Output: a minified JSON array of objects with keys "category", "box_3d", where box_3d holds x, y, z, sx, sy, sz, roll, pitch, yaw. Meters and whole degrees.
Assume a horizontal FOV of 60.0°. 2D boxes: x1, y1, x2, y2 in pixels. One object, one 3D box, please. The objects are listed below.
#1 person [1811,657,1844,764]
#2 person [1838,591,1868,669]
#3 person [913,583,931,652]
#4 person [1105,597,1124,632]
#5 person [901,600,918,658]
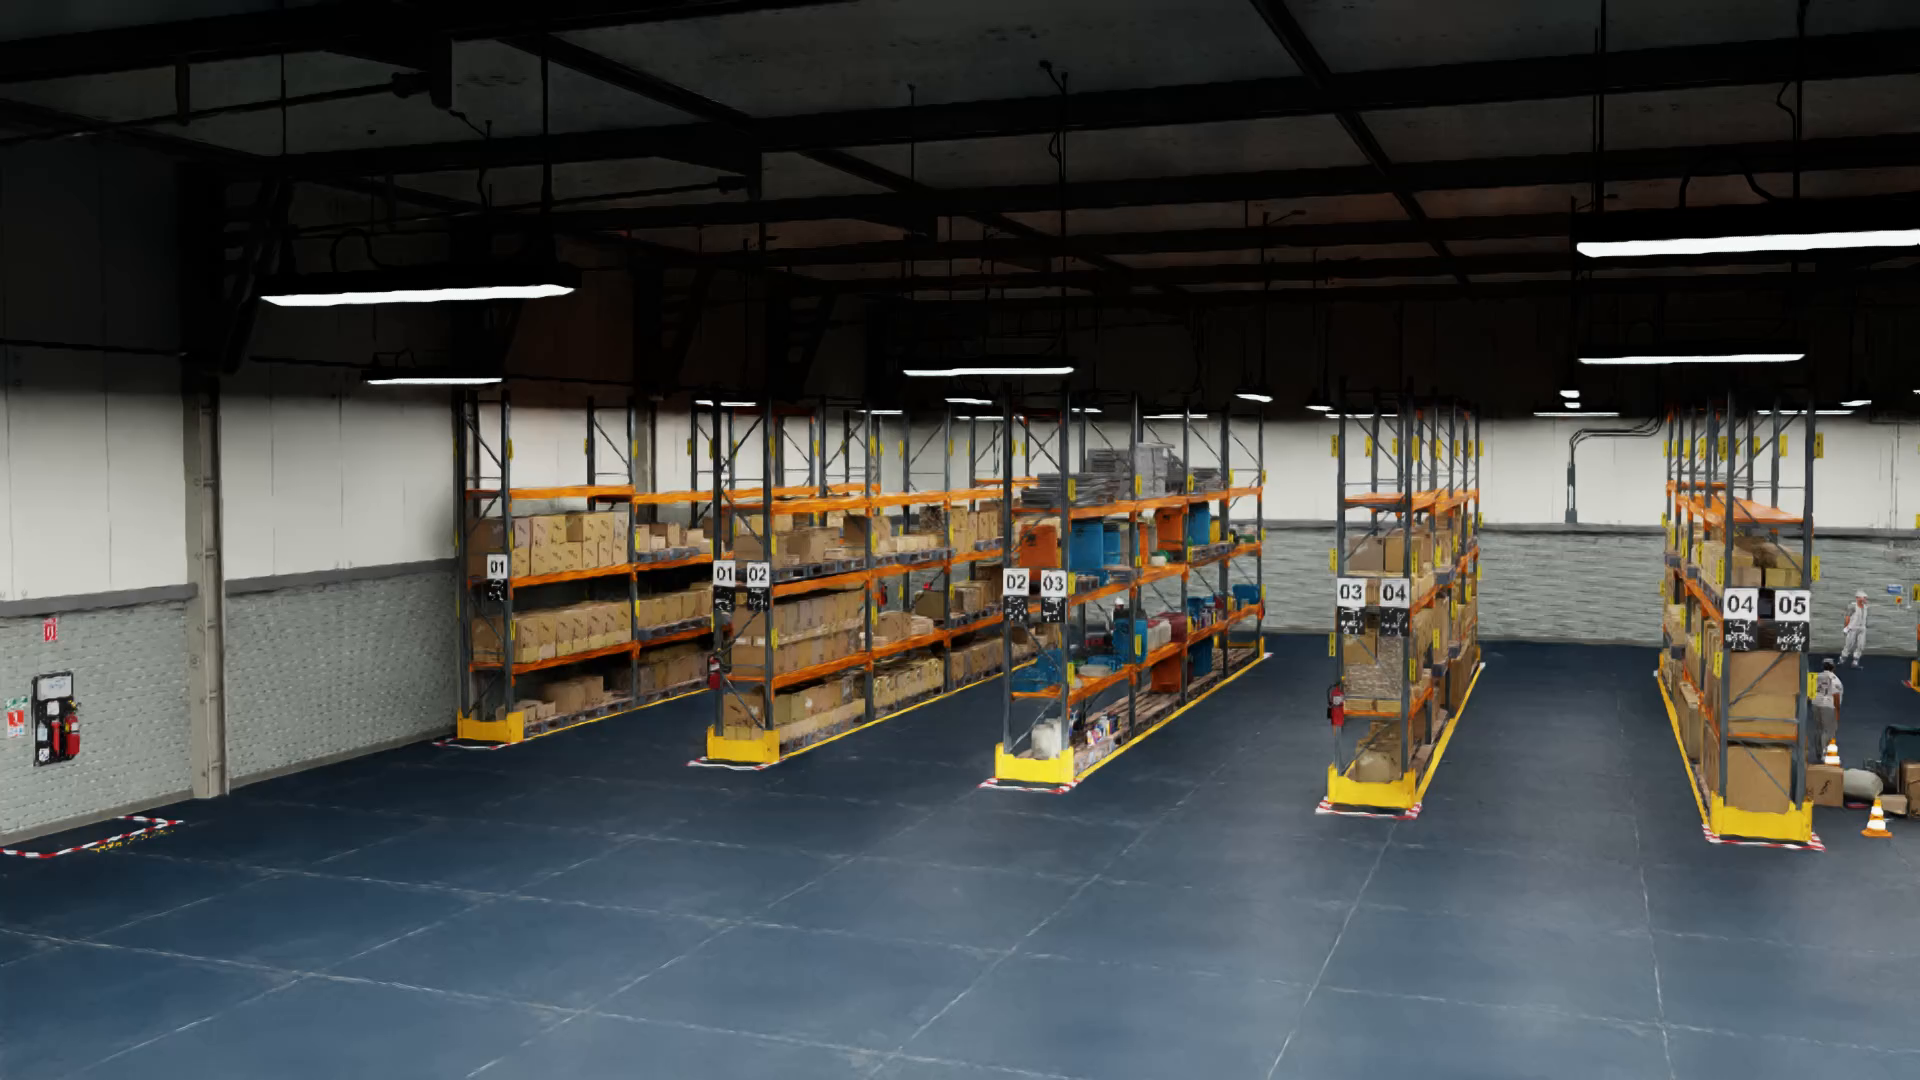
[{"category":"person","box_3d":[13.840,2.701,26.505,0.449,1.668,0.530,-1,3,-9]},{"category":"person","box_3d":[20.365,2.034,37.908,0.584,1.772,0.576,-1,3,-14]},{"category":"person","box_3d":[-0.777,1.897,40.618,0.550,1.709,1.128,1,3,18]},{"category":"person","box_3d":[3.542,2.119,36.844,0.677,1.726,0.574,1,3,18]},{"category":"person","box_3d":[-1.096,2.131,37.479,0.637,1.632,0.506,1,3,19]}]
